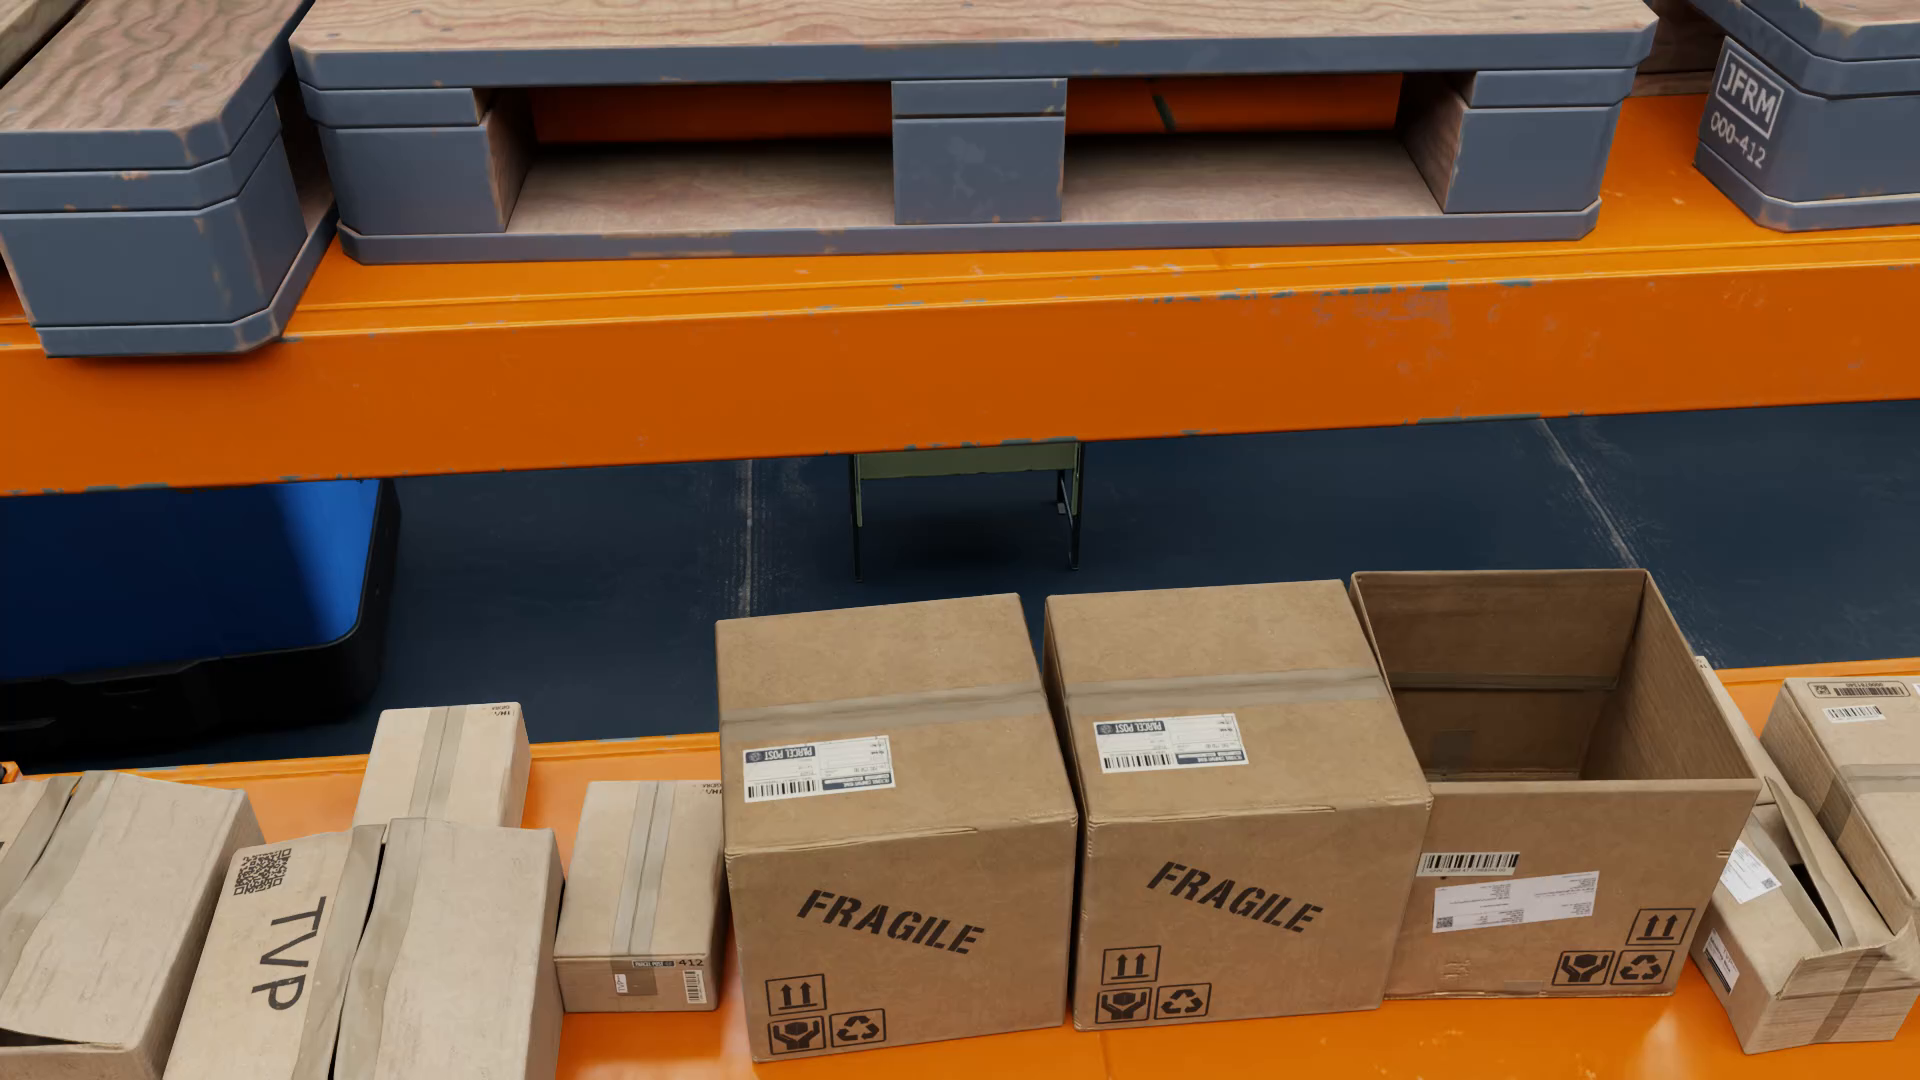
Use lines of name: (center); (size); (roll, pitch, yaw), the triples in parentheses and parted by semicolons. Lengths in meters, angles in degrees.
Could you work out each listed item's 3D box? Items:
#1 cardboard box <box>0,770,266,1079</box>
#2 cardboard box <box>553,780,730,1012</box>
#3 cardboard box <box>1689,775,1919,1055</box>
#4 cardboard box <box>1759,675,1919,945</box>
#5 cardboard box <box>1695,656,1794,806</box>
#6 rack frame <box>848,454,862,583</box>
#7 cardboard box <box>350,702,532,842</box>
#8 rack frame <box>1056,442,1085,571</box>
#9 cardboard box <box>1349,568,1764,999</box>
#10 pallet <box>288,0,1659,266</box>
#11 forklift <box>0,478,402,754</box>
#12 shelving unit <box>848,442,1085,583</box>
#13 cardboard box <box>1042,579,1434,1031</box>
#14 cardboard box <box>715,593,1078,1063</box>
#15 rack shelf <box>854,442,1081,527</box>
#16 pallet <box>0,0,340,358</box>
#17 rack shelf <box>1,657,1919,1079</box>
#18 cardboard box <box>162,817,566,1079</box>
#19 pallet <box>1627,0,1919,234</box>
cardboard box: (-1.418, 0.637, 2.593); (0.500, 0.311, 0.500); (-1, 38, -1)
cardboard box: (-0.519, 0.589, 2.785); (0.250, 0.149, 0.380); (0, 38, -1)
cardboard box: (1.341, 0.590, 2.690); (0.258, 0.266, 0.396); (-4, 38, -5)
cardboard box: (1.714, 0.488, 2.831); (0.500, 0.250, 0.500); (-1, 38, -1)
cardboard box: (1.300, 0.396, 3.029); (0.250, 0.149, 0.380); (-3, 38, -4)
rack frame: (-0.358, -0.569, 5.260); (0.023, 1.500, 0.400); (-3, 38, -4)
cardboard box: (-0.913, 0.473, 2.931); (0.250, 0.149, 0.380); (-3, 38, -4)
rack frame: (0.371, -0.609, 5.311); (0.023, 1.500, 0.400); (-3, 38, -4)
cardboard box: (0.909, 0.397, 2.745); (0.500, 0.500, 0.500); (-1, 38, -1)
pallet: (-0.002, -0.664, 1.901); (1.213, 0.211, 1.003); (-1, 38, -2)
forklift: (-3.347, -0.761, 4.348); (3.031, 2.935, 1.130); (-6, 39, -8)
shelving unit: (0.007, -0.589, 5.286); (0.755, 1.500, 0.431); (-3, 38, -4)
cardboard box: (0.410, 0.424, 2.710); (0.500, 0.500, 0.500); (-3, 38, -4)
cardboard box: (-0.114, 0.453, 2.673); (0.500, 0.500, 0.500); (-5, 39, -6)
rack shelf: (0.007, -0.333, 5.488); (0.720, 0.370, 0.431); (-3, 38, -4)
pallet: (-1.116, -0.601, 1.821); (1.003, 0.211, 1.213); (-1, 38, -2)
rack shelf: (0.208, 0.767, 2.937); (4.000, 0.370, 1.077); (-3, 38, -4)
cardboard box: (-0.876, 0.700, 2.513); (0.500, 0.311, 0.500); (-4, 38, -5)
pallet: (1.323, -0.671, 1.911); (1.217, 0.209, 0.805); (-5, 39, -6)
